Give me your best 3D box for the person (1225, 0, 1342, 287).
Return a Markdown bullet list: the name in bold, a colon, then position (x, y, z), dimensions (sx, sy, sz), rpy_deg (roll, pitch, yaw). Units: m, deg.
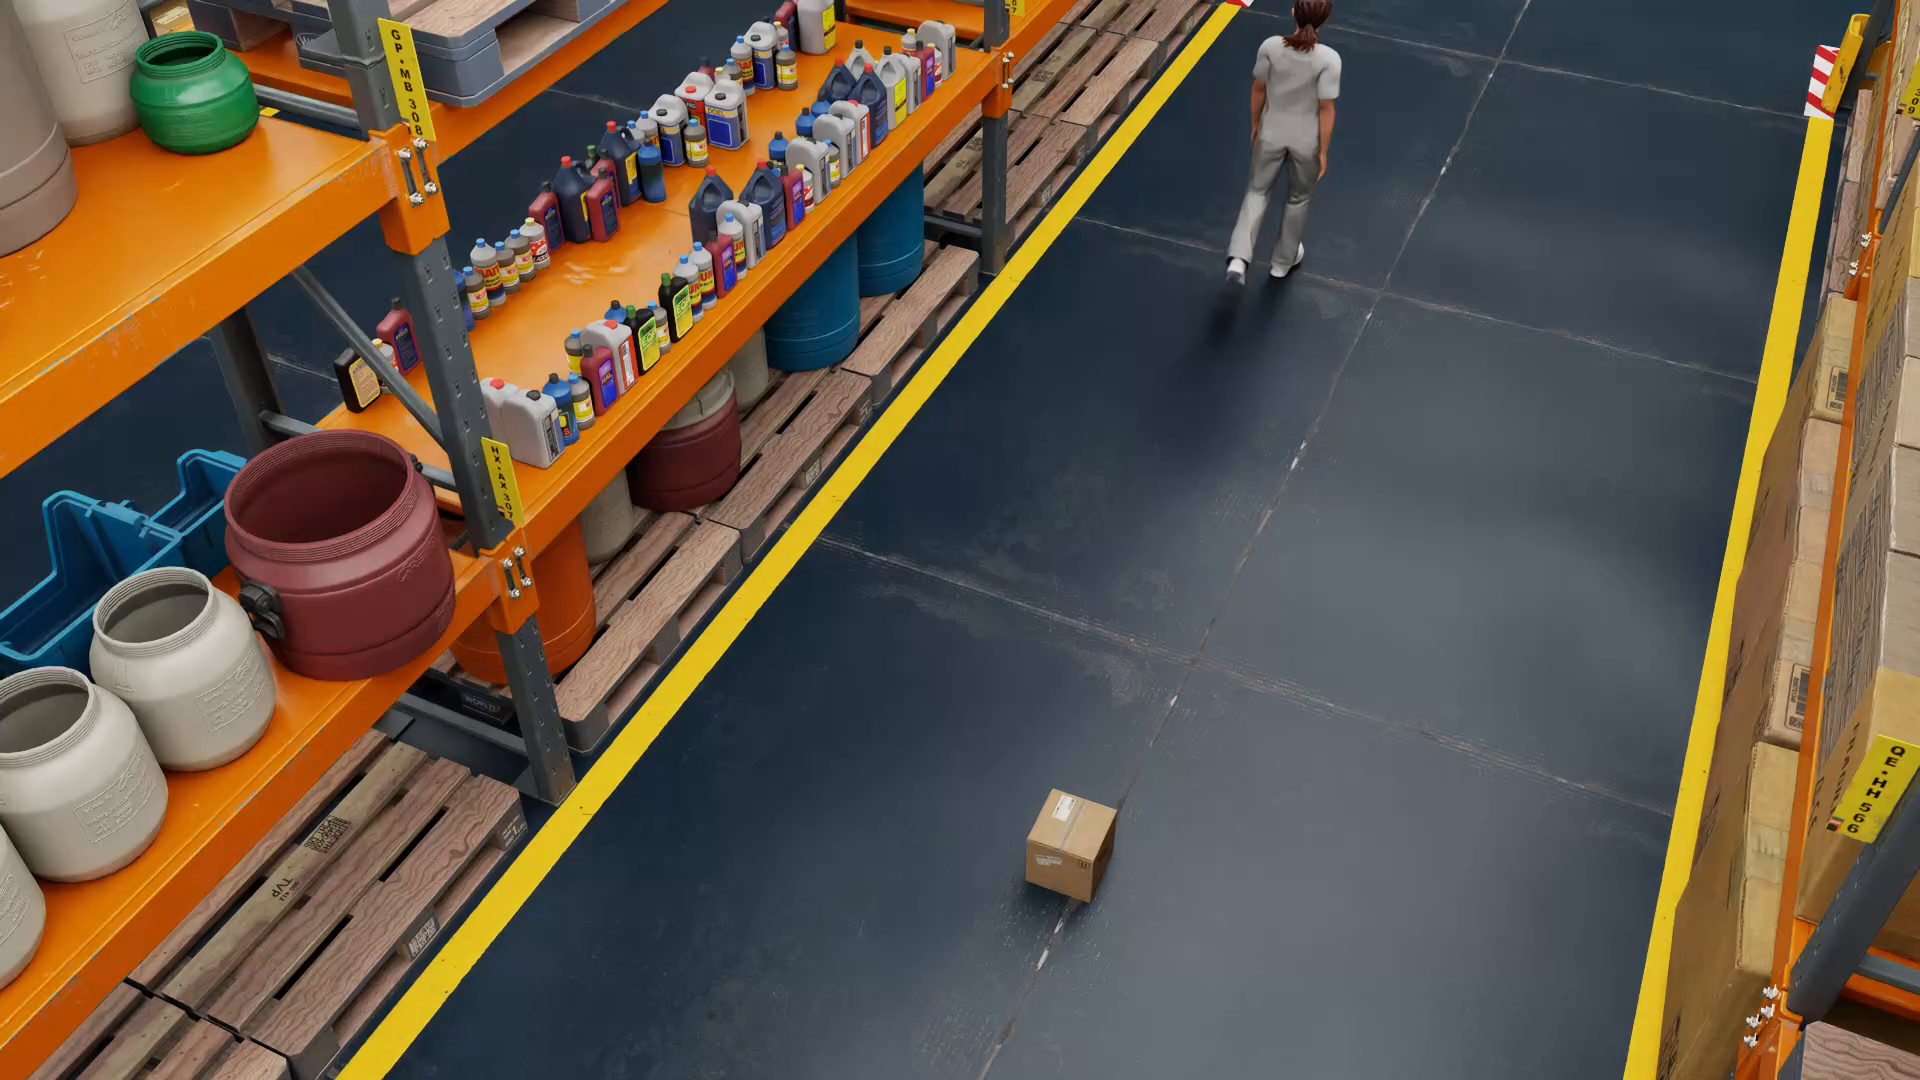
- **person**: position (1.635, -1.980, 8.333), dimensions (0.442, 1.651, 0.765), rpy_deg (16, 44, 17)
